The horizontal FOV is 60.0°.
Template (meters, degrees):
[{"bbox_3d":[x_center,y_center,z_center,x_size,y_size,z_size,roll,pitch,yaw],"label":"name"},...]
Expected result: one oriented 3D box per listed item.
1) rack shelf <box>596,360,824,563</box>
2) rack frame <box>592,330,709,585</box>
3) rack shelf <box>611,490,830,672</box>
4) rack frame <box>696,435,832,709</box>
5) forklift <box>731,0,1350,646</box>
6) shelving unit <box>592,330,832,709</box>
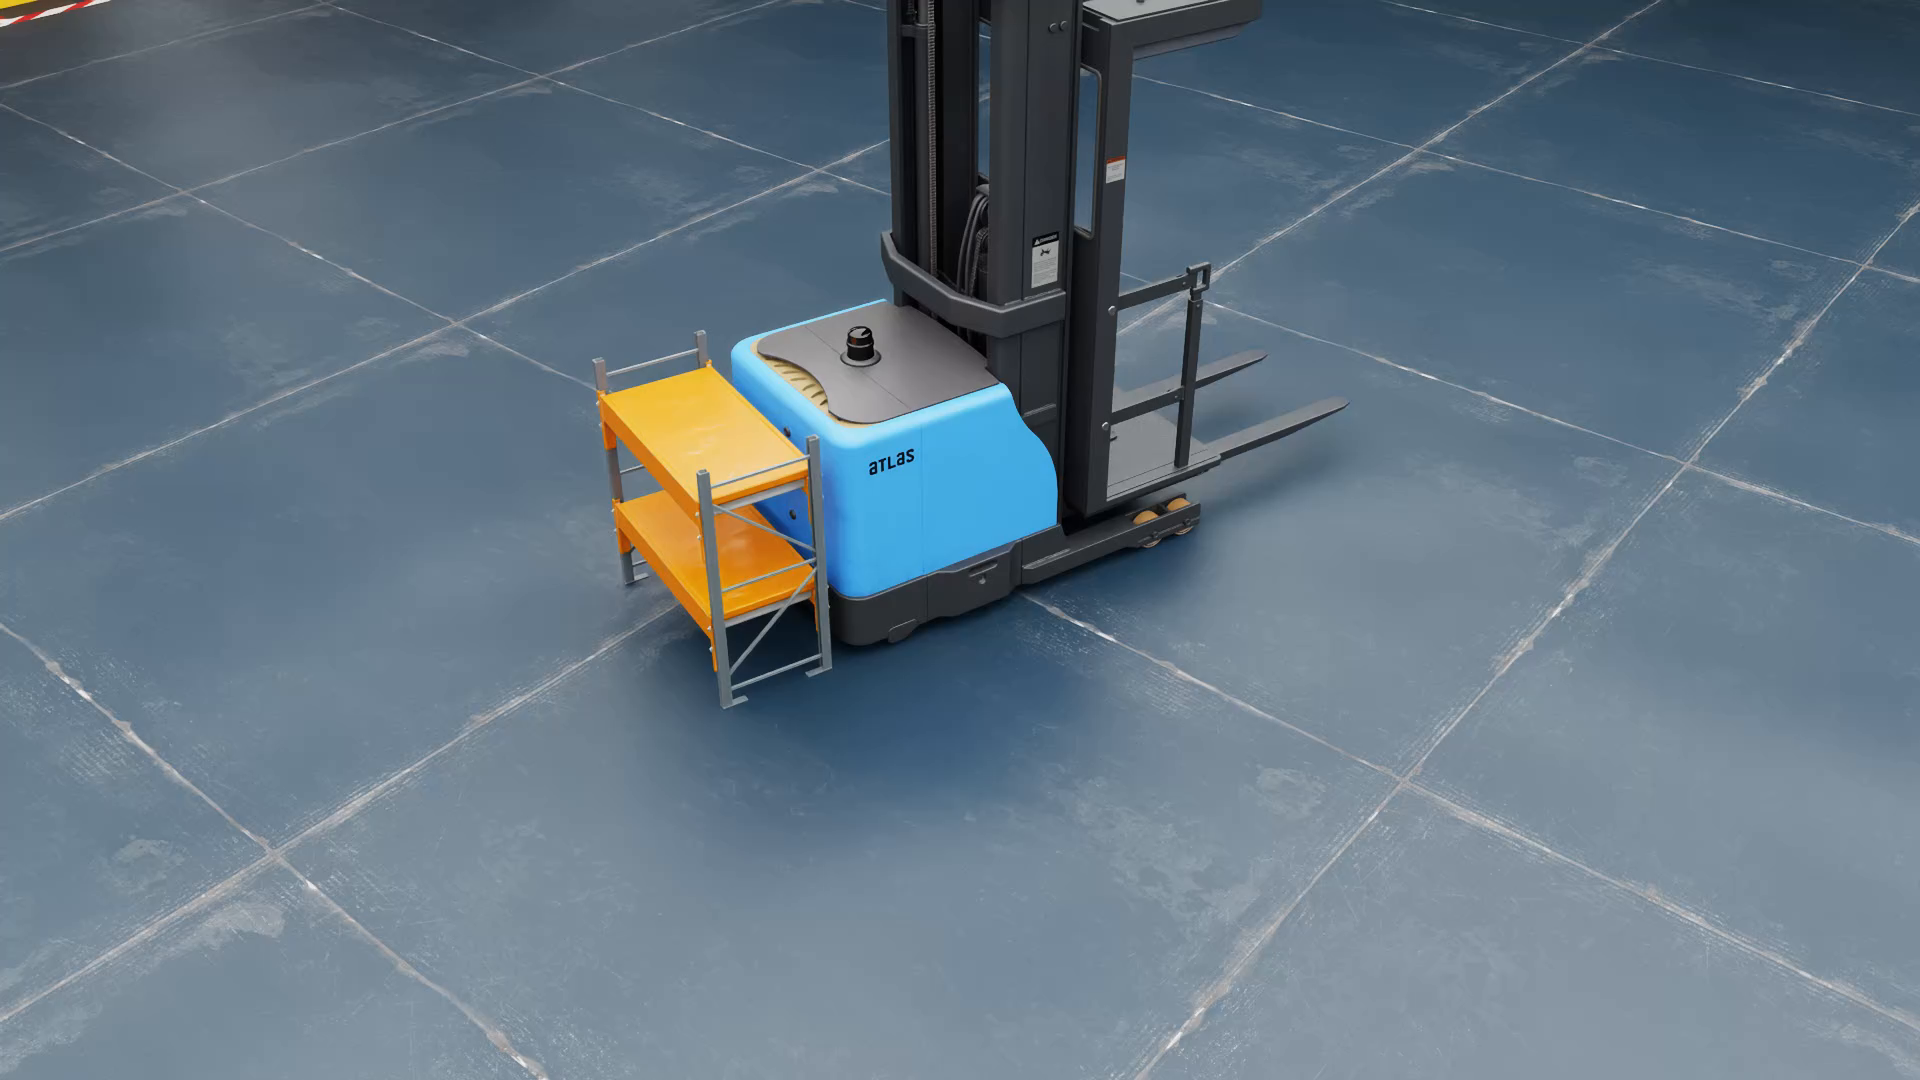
[{"bbox_3d":[-1.025,-0.343,6.738,0.538,0.278,1.000,-19,39,-26],"label":"rack shelf"},{"bbox_3d":[-1.294,-0.345,7.259,0.500,1.125,0.032,-19,39,-26],"label":"rack frame"},{"bbox_3d":[-1.025,0.100,7.043,0.538,0.278,1.000,-19,39,-26],"label":"rack shelf"},{"bbox_3d":[-0.755,0.143,6.549,0.500,1.125,0.032,-19,39,-26],"label":"rack frame"},{"bbox_3d":[0.519,-1.403,7.204,3.031,2.935,1.130,-21,39,-27],"label":"forklift"},{"bbox_3d":[-1.025,-0.101,6.904,0.538,1.125,1.048,-19,39,-26],"label":"shelving unit"}]
